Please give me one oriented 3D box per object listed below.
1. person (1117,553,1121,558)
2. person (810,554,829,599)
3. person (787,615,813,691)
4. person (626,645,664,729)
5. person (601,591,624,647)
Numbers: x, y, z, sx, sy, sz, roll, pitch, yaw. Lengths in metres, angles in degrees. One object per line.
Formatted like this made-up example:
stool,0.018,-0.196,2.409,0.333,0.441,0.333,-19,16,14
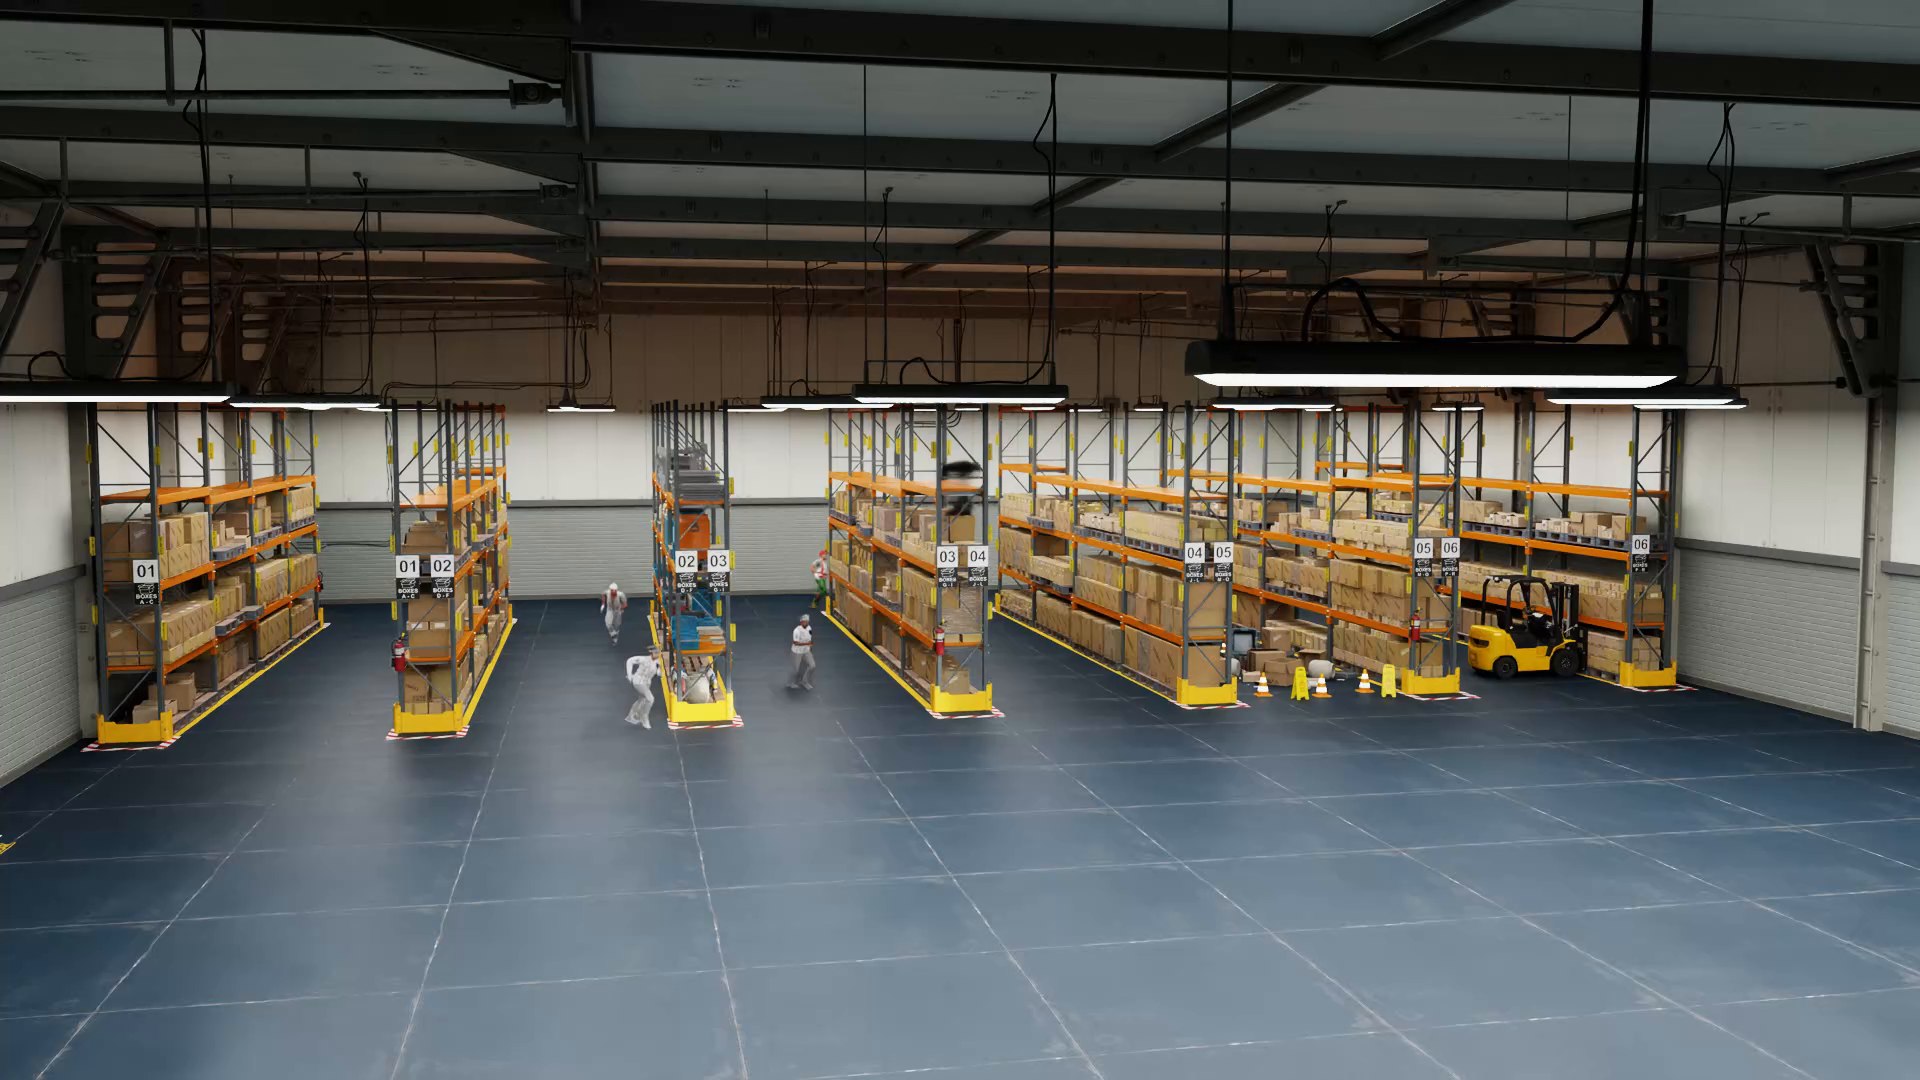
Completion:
person,4.854,0.629,50.719,0.535,0.854,0.517,-1,4,-9
person,-4.052,1.088,49.089,0.506,1.458,0.699,2,5,20
person,-3.330,2.320,34.529,0.410,1.617,0.732,-4,6,-40
person,-5.791,2.679,30.323,0.908,1.579,0.661,3,5,36
person,-8.628,1.913,41.333,0.579,1.423,1.054,0,4,-4
